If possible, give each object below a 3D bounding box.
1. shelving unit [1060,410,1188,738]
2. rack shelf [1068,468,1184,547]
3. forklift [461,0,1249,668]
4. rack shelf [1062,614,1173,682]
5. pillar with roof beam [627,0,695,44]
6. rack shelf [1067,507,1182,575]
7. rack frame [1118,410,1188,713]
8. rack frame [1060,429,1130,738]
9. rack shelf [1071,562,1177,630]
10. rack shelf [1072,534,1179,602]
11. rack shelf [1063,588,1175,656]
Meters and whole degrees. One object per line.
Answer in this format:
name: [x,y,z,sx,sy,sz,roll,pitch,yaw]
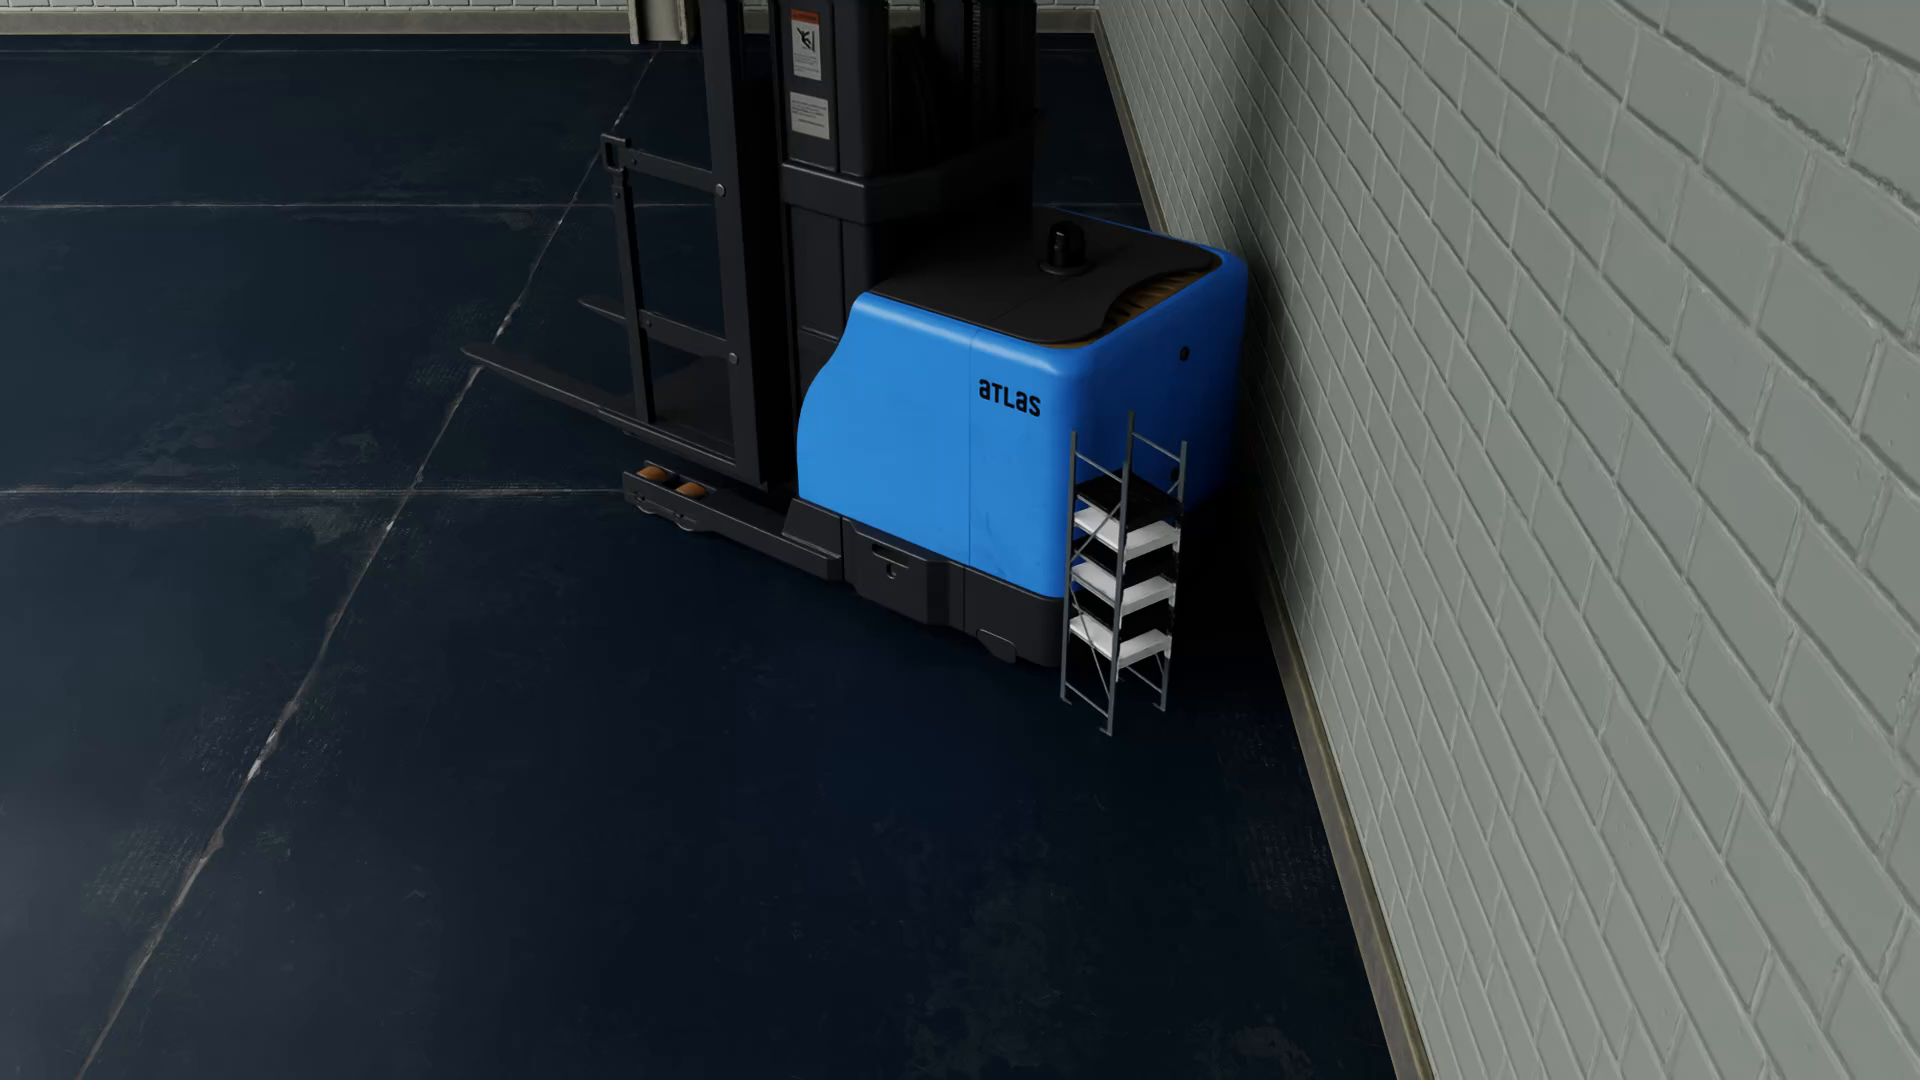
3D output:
shelving unit: [0.455,0.105,4.709,0.210,0.900,0.258,-20,37,-29]
rack shelf: [0.456,-0.097,4.586,0.200,0.077,0.258,-20,37,-29]
forklift: [-0.569,-1.479,5.362,3.031,2.935,1.130,22,37,31]
rack shelf: [0.455,0.287,4.820,0.200,0.077,0.258,-20,37,-29]
pillar with roof beam: [-2.014,-5.069,5.429,0.400,9.000,9.100,0,31,0]
rack shelf: [0.455,-0.020,4.632,0.200,0.077,0.258,-20,37,-29]
rack frame: [0.538,0.075,4.759,0.006,0.900,0.240,-20,37,-29]
rack frame: [0.372,0.135,4.659,0.006,0.900,0.240,-20,37,-29]
rack shelf: [0.455,0.133,4.726,0.200,0.077,0.258,-20,37,-29]
rack shelf: [0.455,0.057,4.679,0.200,0.077,0.258,-20,37,-29]
rack shelf: [0.455,0.210,4.773,0.200,0.077,0.258,-20,37,-29]
